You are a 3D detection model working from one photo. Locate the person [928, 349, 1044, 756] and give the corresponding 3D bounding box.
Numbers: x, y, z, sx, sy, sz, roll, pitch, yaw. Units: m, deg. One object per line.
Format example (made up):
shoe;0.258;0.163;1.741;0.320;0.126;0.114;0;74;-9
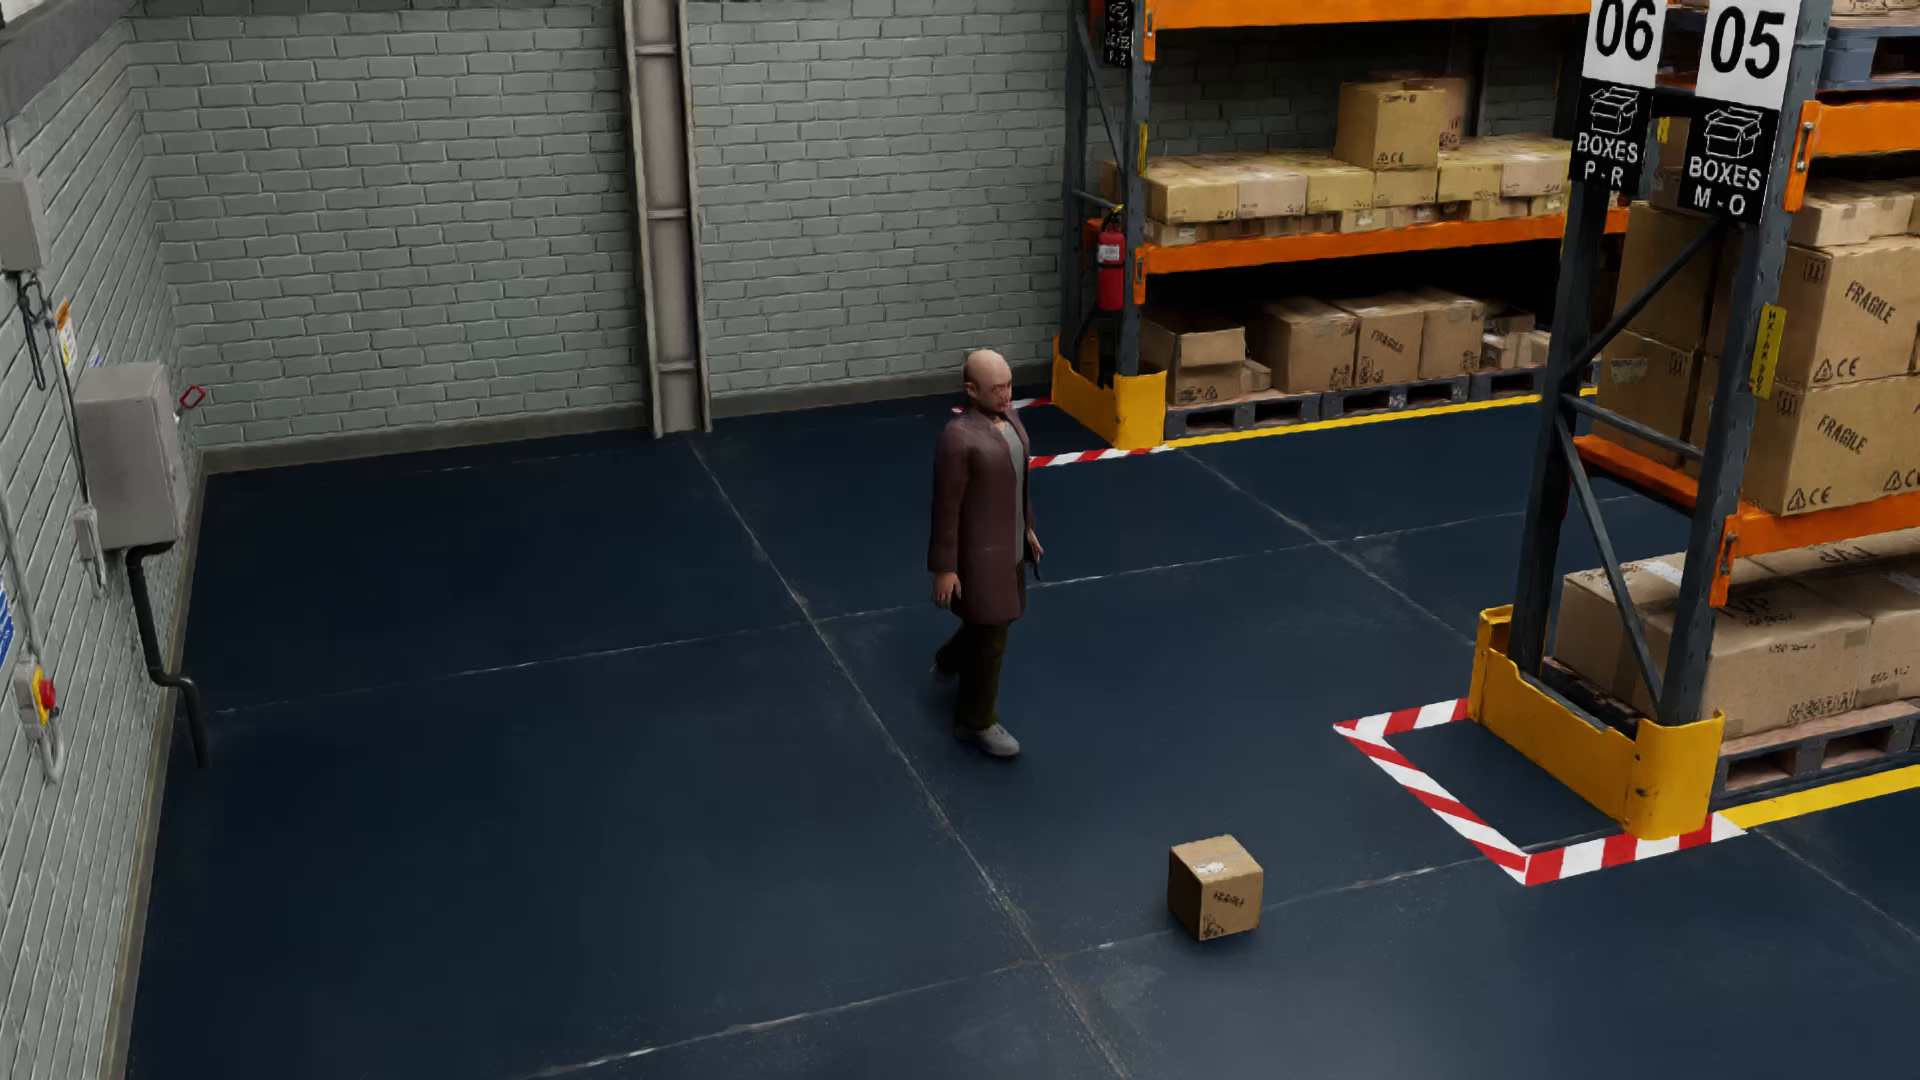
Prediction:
person;0.078;0.003;7.106;0.579;1.768;0.823;9;24;21
